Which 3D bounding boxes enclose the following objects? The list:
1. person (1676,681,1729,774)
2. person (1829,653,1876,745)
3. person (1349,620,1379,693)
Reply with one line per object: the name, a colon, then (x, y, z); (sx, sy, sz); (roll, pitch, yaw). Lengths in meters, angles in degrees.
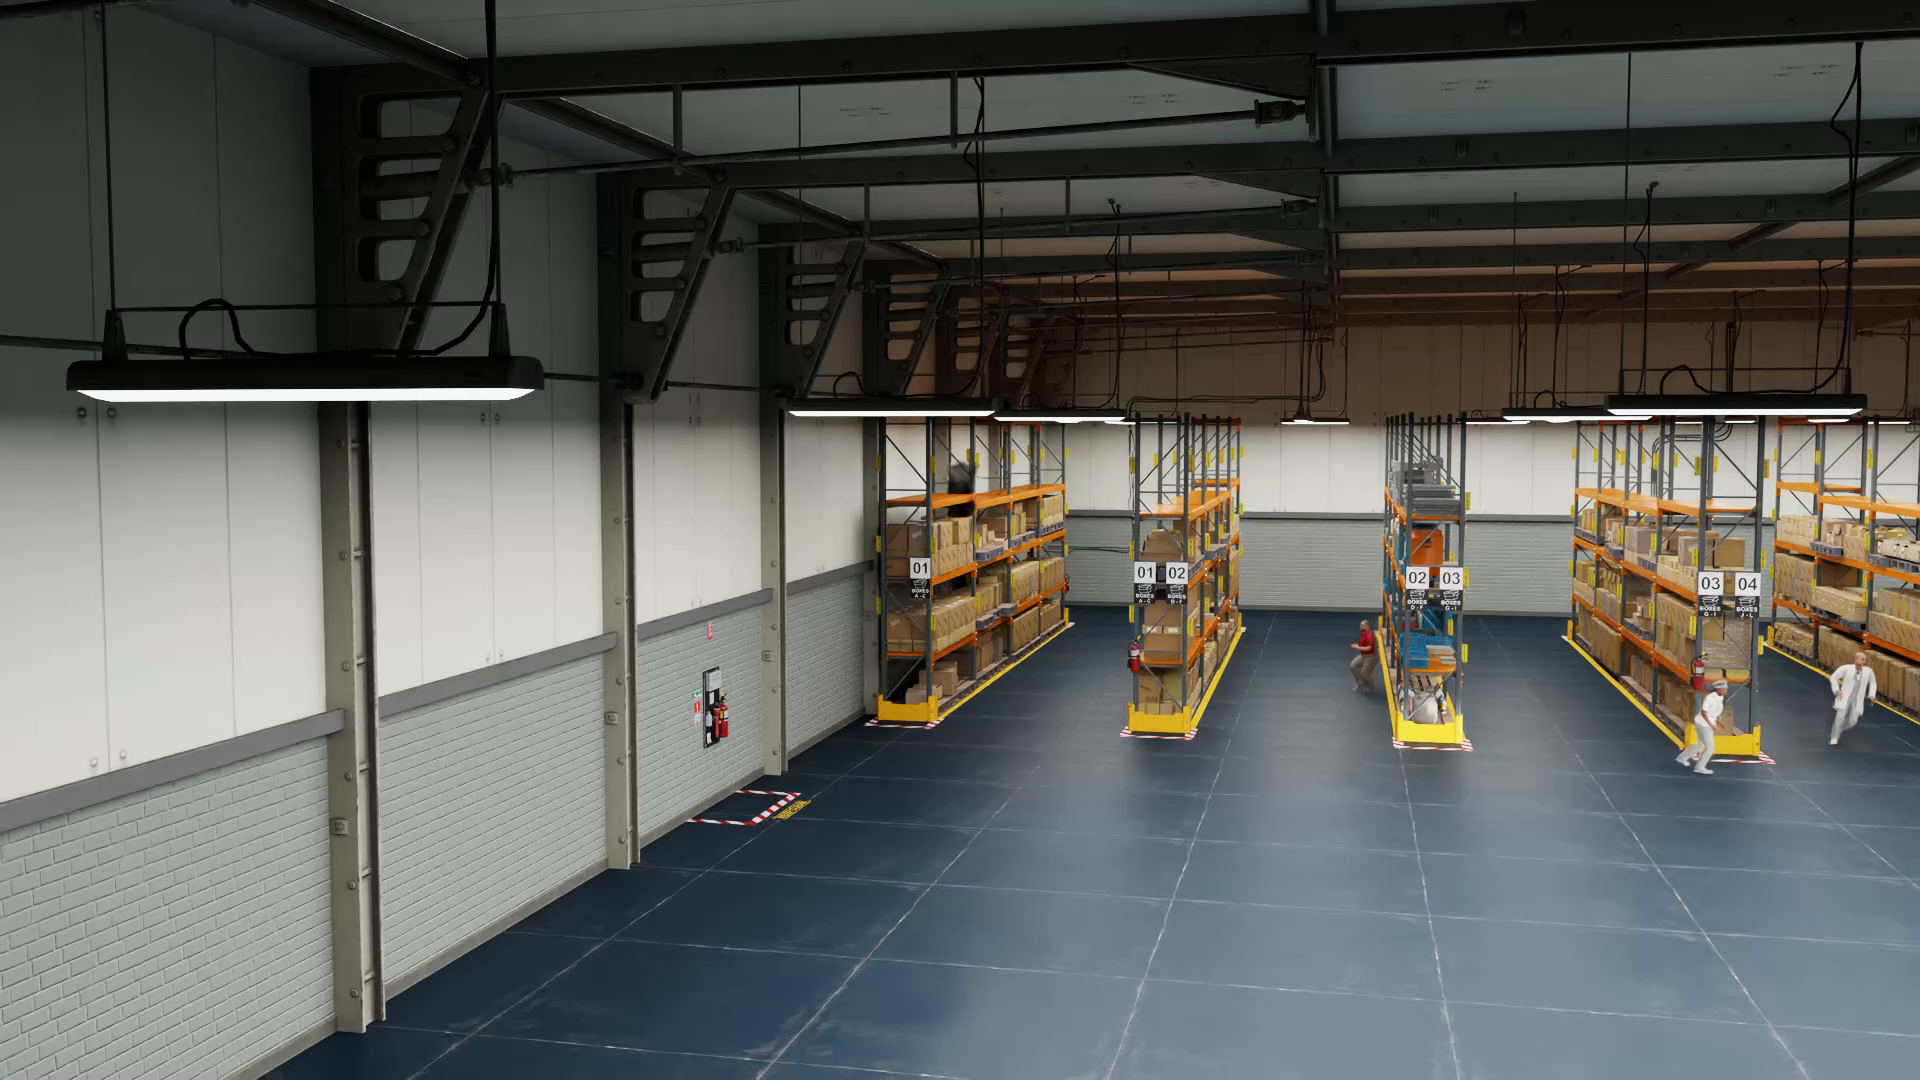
person: (12.296, 3.070, 27.560); (0.809, 1.581, 0.584); (3, 5, 33)
person: (16.111, 2.858, 30.014); (0.803, 1.674, 0.601); (1, 4, 11)
person: (8.677, 2.503, 35.611); (0.718, 1.627, 0.851); (-1, 4, -14)
